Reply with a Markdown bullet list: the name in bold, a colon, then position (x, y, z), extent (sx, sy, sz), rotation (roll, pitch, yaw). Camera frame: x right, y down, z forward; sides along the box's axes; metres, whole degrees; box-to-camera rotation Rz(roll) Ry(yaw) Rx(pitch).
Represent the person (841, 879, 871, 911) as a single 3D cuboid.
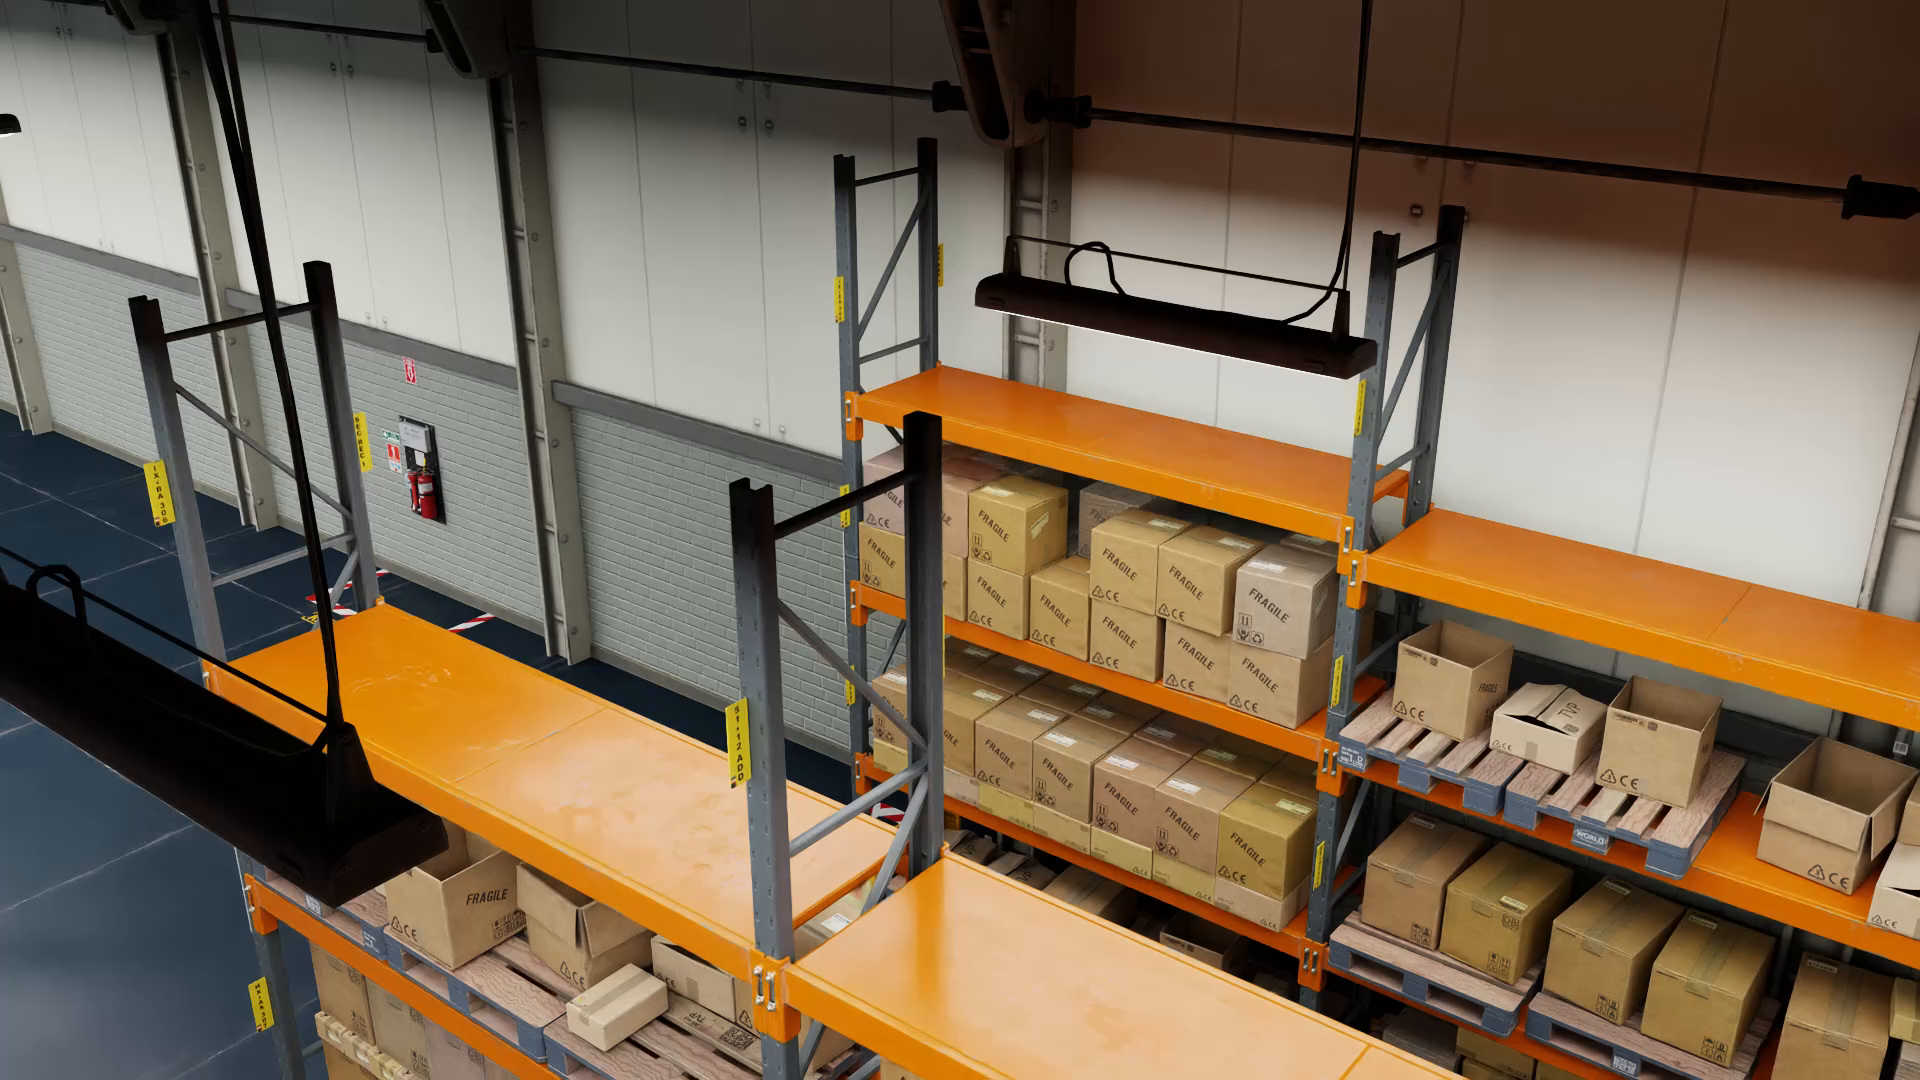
- **person**: position (-0.793, 2.877, 11.619), extent (0.531, 1.669, 0.501), rotation (19, 29, 38)
